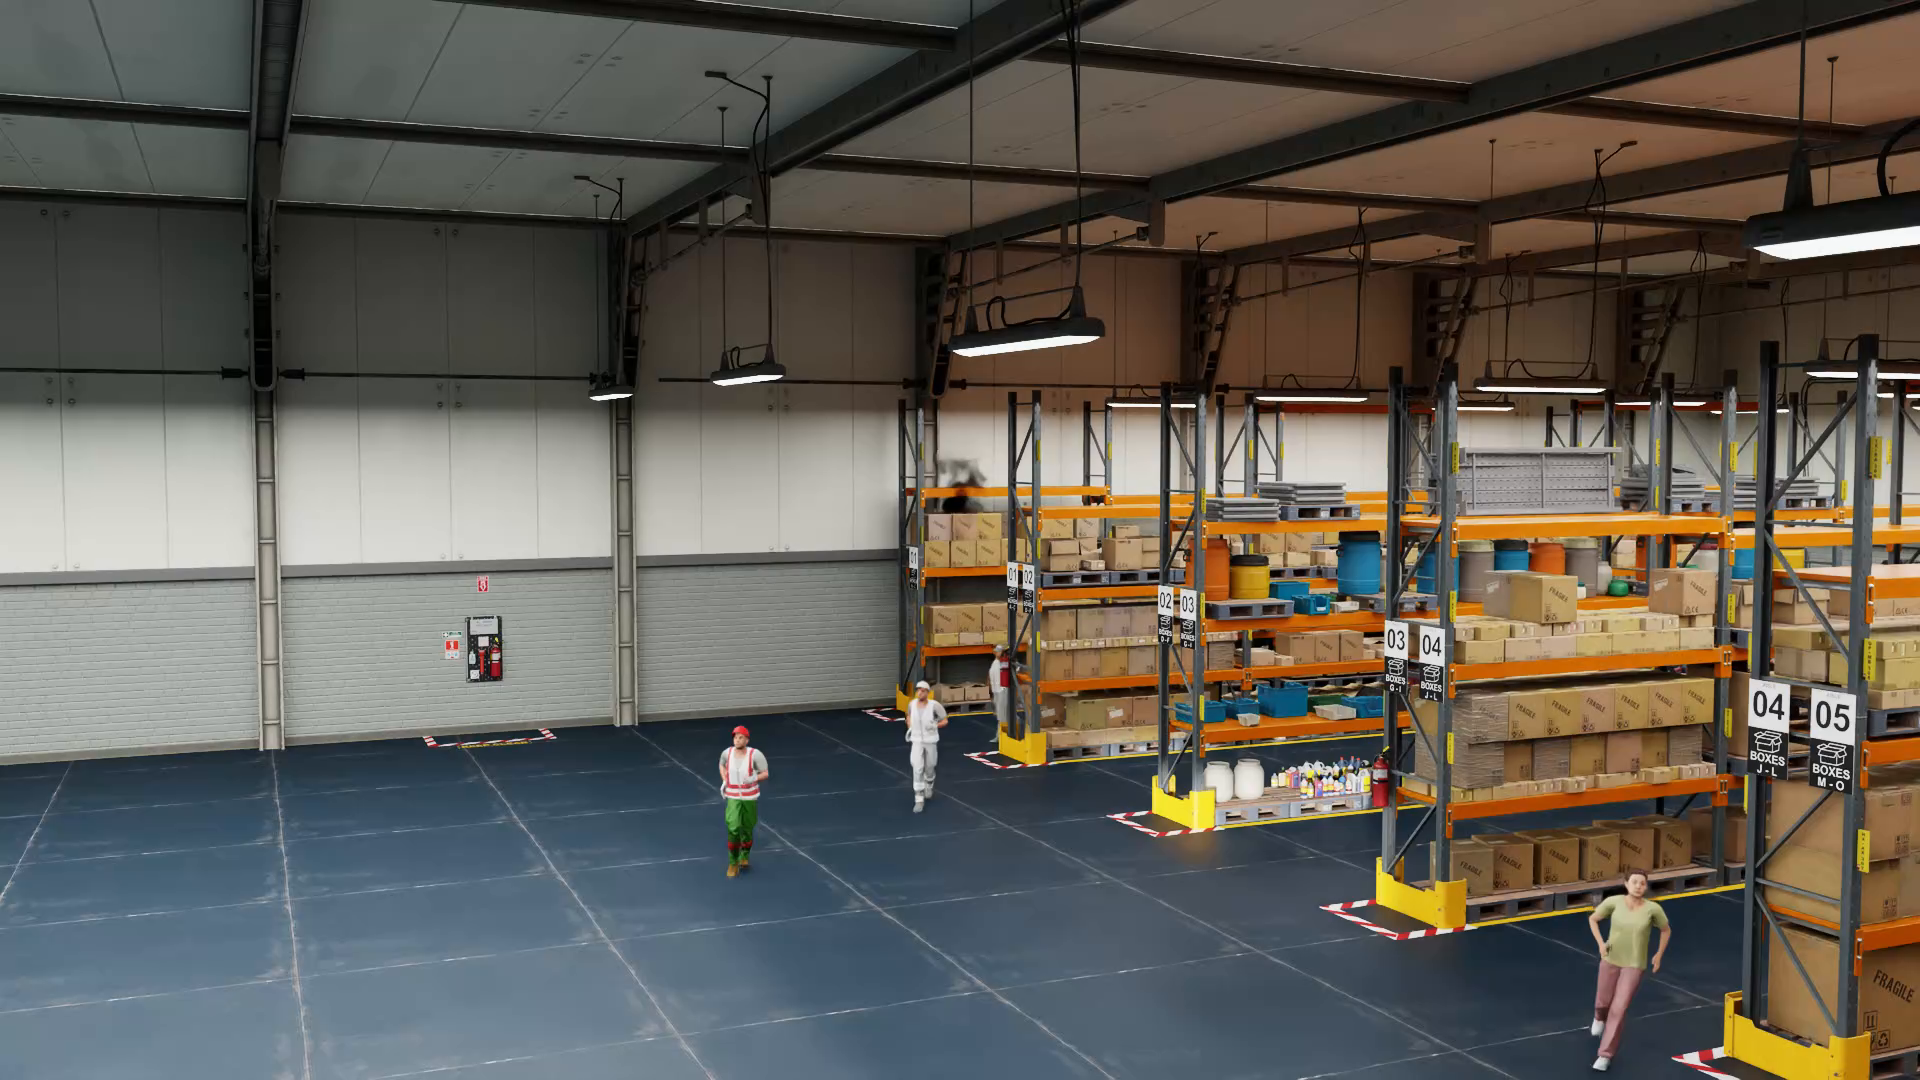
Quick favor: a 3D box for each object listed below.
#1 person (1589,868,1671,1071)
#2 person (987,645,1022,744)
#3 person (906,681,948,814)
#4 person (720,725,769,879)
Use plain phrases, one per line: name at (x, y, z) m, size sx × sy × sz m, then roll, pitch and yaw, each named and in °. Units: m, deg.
person at (5.569, 3.539, 13.861) m, size 0.638 × 1.616 × 0.875 m, roll 2°, pitch 4°, yaw 26°
person at (0.773, 2.640, 28.837) m, size 0.898 × 1.650 × 0.657 m, roll -3°, pitch 5°, yaw -43°
person at (-0.478, 2.885, 23.530) m, size 0.634 × 1.802 × 0.929 m, roll 1°, pitch 3°, yaw 9°
person at (-2.589, 3.124, 19.850) m, size 0.616 × 1.832 × 0.746 m, roll 0°, pitch 3°, yaw -1°
